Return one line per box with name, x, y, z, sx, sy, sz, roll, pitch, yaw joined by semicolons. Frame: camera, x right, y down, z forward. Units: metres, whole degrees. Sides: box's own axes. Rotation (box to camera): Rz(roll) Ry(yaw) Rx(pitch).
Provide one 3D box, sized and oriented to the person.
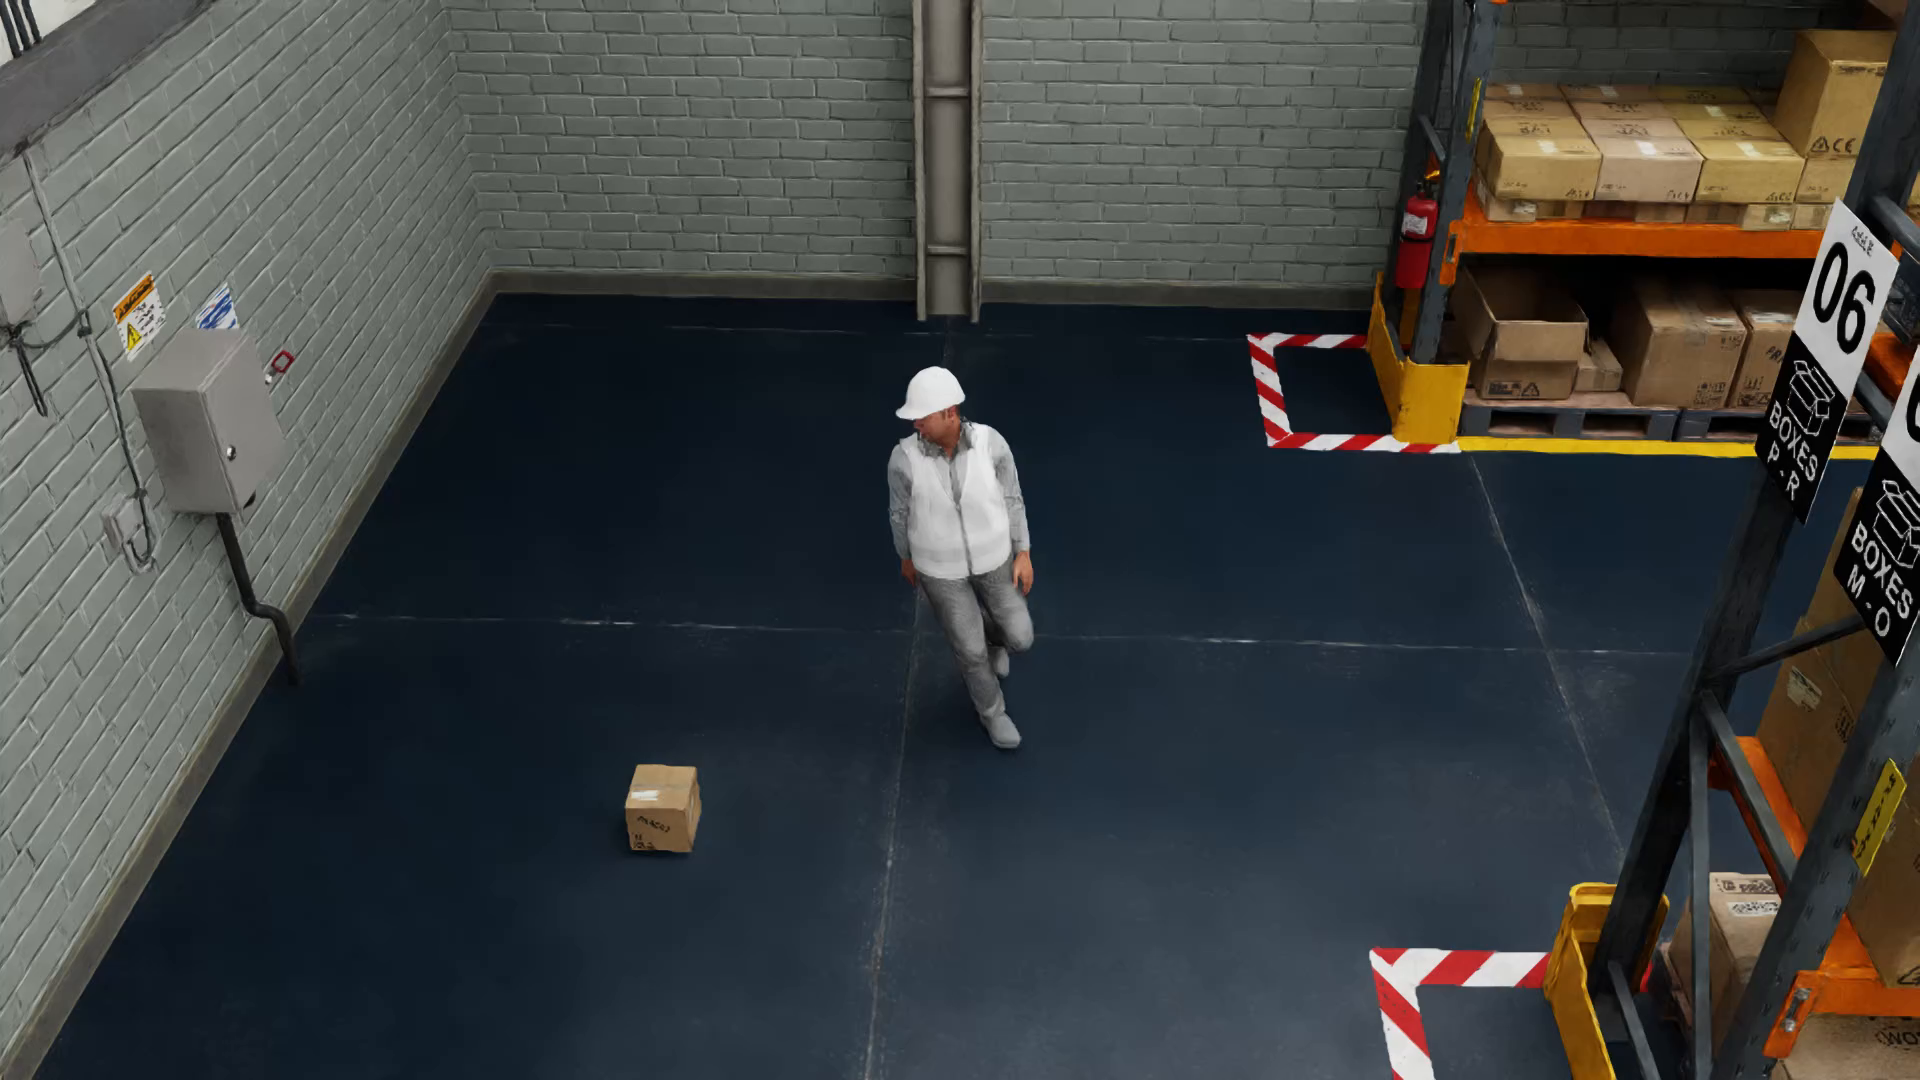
person;0.012;0.080;7.025;0.583;1.728;0.642;-7;36;-10
